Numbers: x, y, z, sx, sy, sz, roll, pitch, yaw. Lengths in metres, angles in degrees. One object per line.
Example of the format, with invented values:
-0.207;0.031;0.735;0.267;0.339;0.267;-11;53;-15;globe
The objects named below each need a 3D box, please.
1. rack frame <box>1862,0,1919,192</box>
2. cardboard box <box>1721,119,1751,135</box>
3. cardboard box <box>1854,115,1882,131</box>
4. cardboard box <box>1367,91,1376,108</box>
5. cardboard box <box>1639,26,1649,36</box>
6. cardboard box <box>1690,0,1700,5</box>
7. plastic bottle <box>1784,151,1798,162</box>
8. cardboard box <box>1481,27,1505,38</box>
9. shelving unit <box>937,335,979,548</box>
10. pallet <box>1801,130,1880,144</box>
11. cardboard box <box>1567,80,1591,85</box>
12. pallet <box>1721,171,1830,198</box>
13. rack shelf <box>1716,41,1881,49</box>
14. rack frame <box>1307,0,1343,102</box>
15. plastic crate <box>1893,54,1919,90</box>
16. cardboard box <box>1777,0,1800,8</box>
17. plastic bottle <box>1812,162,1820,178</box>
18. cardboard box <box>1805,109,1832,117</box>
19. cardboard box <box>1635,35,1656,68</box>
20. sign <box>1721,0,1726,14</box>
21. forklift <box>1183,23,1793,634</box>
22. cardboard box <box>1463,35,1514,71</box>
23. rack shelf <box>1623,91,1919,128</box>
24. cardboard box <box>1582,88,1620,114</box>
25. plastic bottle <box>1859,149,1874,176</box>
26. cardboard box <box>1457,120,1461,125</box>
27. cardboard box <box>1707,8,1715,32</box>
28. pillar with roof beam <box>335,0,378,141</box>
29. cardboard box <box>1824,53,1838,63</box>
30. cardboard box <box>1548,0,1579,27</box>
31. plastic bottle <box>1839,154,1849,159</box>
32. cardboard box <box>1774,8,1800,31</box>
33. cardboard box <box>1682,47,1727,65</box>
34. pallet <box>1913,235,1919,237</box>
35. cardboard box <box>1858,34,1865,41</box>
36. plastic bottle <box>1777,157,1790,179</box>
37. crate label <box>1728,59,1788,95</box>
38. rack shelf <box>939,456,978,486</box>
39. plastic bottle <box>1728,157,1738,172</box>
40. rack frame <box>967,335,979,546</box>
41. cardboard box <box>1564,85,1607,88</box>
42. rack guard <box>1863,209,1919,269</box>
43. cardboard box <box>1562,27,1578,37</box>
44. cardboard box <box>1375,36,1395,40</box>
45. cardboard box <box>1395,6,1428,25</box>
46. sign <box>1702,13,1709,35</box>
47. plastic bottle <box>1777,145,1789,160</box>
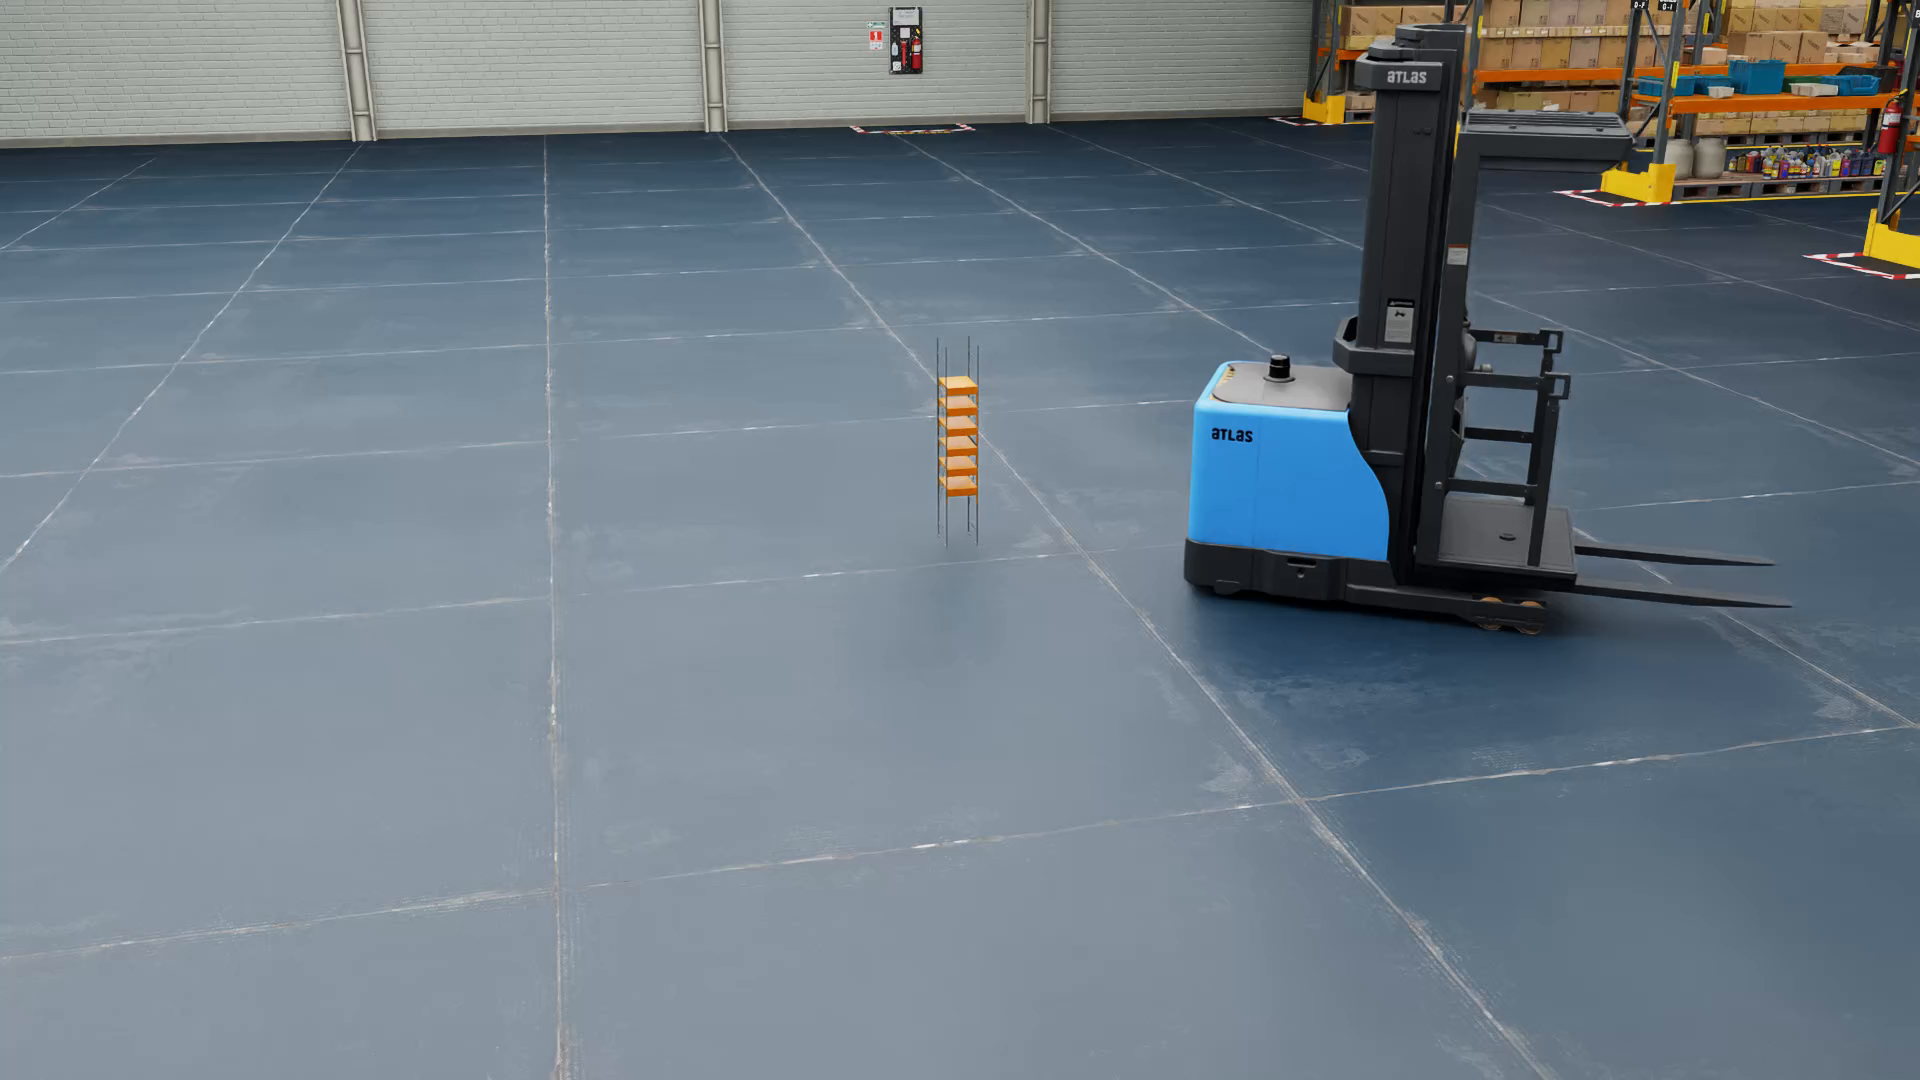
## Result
12.983;-6.368;22.838;0.127;3.000;1.000;-5;21;-12;rack frame
12.794;-6.921;27.736;0.500;0.250;0.500;-4;21;-11;cardboard box
15.283;-7.126;28.293;0.500;0.250;0.500;-4;21;-11;cardboard box
8.059;-8.381;31.604;0.500;0.311;0.500;-3;20;-8;cardboard box
10.881;-8.223;26.813;0.250;0.149;0.380;-5;21;-13;cardboard box
14.267;-10.522;32.449;0.250;0.149;0.380;-7;21;-20;cardboard box
11.563;-5.275;23.173;0.135;0.276;0.152;-5;21;-12;plastic bottle
8.385;-8.020;26.260;0.250;0.149;0.380;-5;21;-13;cardboard box
-0.014;-0.562;9.605;0.189;1.200;0.258;-5;21;-12;shelving unit
14.929;-6.982;28.567;1.213;0.211;1.003;-5;21;-12;pallet
11.907;-8.839;32.577;0.500;0.500;0.700;-5;21;-14;cardboard box
11.130;-4.922;22.943;1.213;0.211;1.003;-5;21;-12;pallet
16.542;-9.821;33.311;4.000;0.370;1.077;-5;21;-12;rack shelf
6.810;-9.368;31.026;0.127;3.000;1.000;-5;21;-12;rack frame
13.384;-6.539;23.211;0.583;0.464;0.402;-5;21;-12;plastic crate
16.105;-10.582;32.645;0.500;0.250;0.500;-5;21;-12;cardboard box
11.654;-5.042;22.648;0.097;0.201;0.097;0;20;0;plastic bottle
14.290;-7.306;27.970;0.500;0.311;0.500;-5;21;-13;cardboard box
10.904;-7.992;27.126;0.500;0.500;0.700;-5;21;-13;cardboard box
14.730;-10.326;32.076;0.005;0.325;0.100;-5;21;-12;sign
2.791;-1.098;8.552;3.031;2.935;1.130;6;21;16;forklift
8.411;-7.789;26.573;0.500;0.500;0.700;-5;21;-12;cardboard box
11.036;-5.872;22.529;4.000;0.370;1.077;-5;21;-12;rack shelf
10.471;-7.098;27.128;0.500;0.500;0.500;-5;21;-12;cardboard box
12.422;-5.183;22.815;0.185;0.351;0.144;-5;21;-14;plastic bottle
8.408;-6.757;27.287;0.500;0.250;0.500;-5;21;-12;cardboard box
14.995;-10.322;33.026;0.500;0.500;0.500;-5;21;-12;cardboard box
-9.234;-9.664;23.113;0.400;9.000;9.100;-5;21;-12;pillar with roof beam
14.511;-8.105;27.945;0.250;0.149;0.380;-3;20;-8;cardboard box
9.464;-8.486;26.589;0.500;0.500;0.700;-5;21;-12;cardboard box
12.177;-5.181;22.917;0.135;0.276;0.152;-5;21;-12;plastic bottle
16.122;-10.227;32.765;0.500;0.500;0.500;-5;21;-13;cardboard box
12.316;-8.010;27.537;0.500;0.250;0.500;-3;20;-9;cardboard box
11.103;-3.143;18.087;1.213;0.211;1.003;-5;21;-12;pallet
17.984;-10.059;33.251;0.250;0.149;0.380;-4;21;-11;cardboard box
11.151;-5.034;22.504;0.133;0.283;0.061;-4;21;-12;plastic bottle
10.819;-6.304;22.612;0.616;0.435;0.502;-5;21;-12;crate label
-0.014;-0.408;9.662;0.180;0.103;0.258;-5;21;-12;rack shelf
10.776;-5.236;23.177;0.097;0.201;0.097;0;20;0;plastic bottle
0.075;-0.569;9.625;0.006;1.200;0.240;-5;21;-12;rack frame
10.350;-7.273;27.606;0.500;0.500;0.500;-5;21;-12;cardboard box
10.304;-3.226;17.894;0.348;0.500;1.175;-5;21;-12;rack guard
9.638;-8.123;26.540;0.250;0.149;0.380;-5;21;-13;cardboard box
7.860;-9.285;30.989;0.500;0.250;0.500;-5;21;-14;cardboard box
8.332;-9.670;30.952;0.500;0.500;0.500;-5;21;-14;cardboard box
11.976;-8.284;26.696;0.005;0.325;0.100;-5;21;-12;sign
11.504;-5.357;23.290;0.185;0.351;0.144;-5;21;-13;plastic bottle
